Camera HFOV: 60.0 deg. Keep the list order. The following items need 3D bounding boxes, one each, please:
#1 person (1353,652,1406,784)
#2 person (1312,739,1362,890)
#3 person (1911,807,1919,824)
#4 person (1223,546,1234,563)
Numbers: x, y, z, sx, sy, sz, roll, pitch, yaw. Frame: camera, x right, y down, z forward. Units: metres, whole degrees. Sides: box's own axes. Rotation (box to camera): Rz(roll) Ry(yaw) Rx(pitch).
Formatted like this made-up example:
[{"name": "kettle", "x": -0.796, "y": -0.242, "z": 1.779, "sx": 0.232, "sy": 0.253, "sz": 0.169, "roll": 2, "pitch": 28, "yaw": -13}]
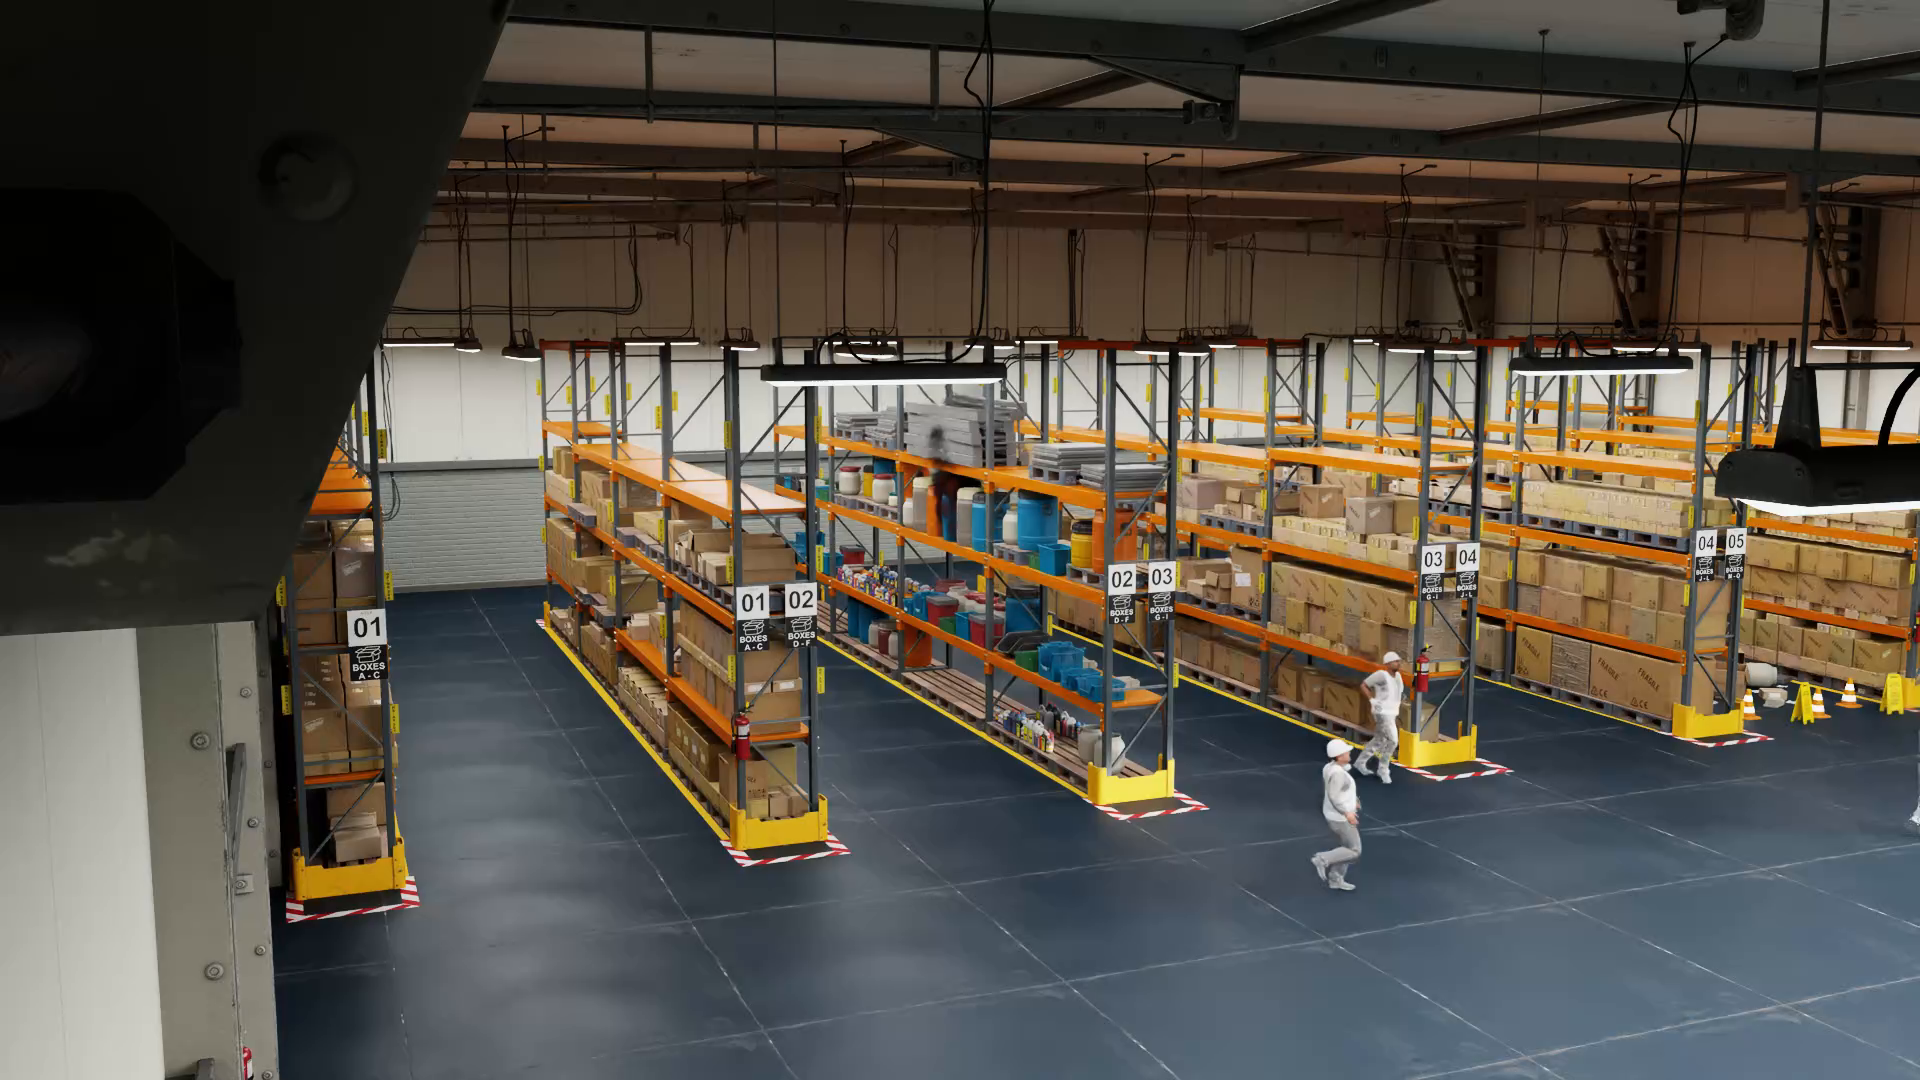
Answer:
[{"name": "person", "x": 5.910, "y": 2.459, "z": 23.271, "sx": 0.697, "sy": 1.829, "sz": 0.662, "roll": 6, "pitch": 10, "yaw": 39}, {"name": "person", "x": 4.222, "y": 3.076, "z": 18.601, "sx": 0.585, "sy": 1.733, "sz": 0.660, "roll": 0, "pitch": 7, "yaw": 2}, {"name": "person", "x": 12.254, "y": 2.835, "z": 20.500, "sx": 0.857, "sy": 1.714, "sz": 0.535, "roll": 1, "pitch": 8, "yaw": 9}, {"name": "person", "x": 5.759, "y": 0.942, "z": 35.284, "sx": 0.611, "sy": 1.631, "sz": 0.545, "roll": -4, "pitch": 8, "yaw": -25}]
